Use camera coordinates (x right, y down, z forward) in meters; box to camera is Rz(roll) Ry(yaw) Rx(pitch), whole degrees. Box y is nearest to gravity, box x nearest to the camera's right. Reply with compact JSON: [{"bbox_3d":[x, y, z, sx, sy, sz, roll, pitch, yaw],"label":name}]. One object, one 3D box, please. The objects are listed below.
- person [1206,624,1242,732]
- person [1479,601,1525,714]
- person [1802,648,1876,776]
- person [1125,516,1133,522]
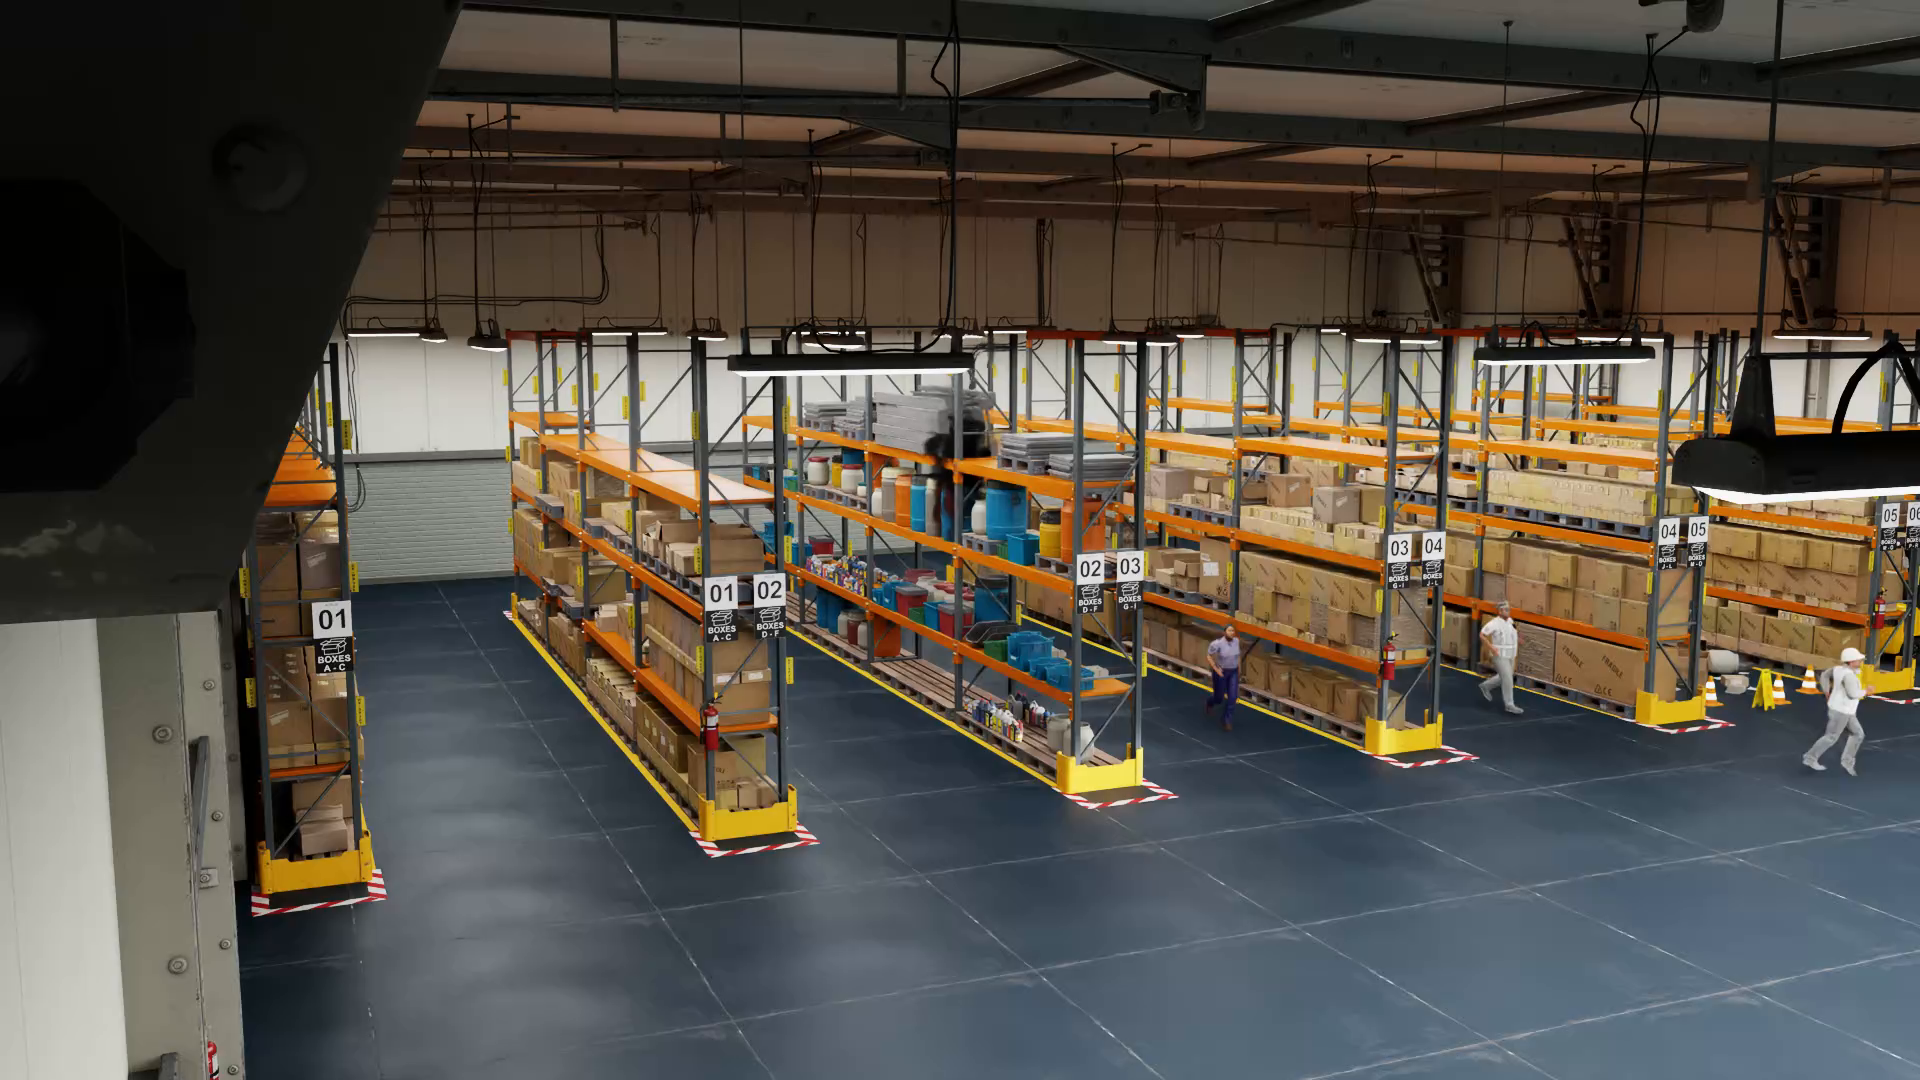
[{"bbox_3d":[4.066,2.077,25.589,0.630,1.633,0.771,-3,8,-19],"label":"person"},{"bbox_3d":[8.679,1.833,26.623,0.673,1.754,0.948,-5,10,-35],"label":"person"},{"bbox_3d":[12.058,2.375,22.799,0.830,1.843,0.625,3,8,23],"label":"person"},{"bbox_3d":[3.858,0.241,38.869,0.621,1.677,0.590,-4,9,-25],"label":"person"}]
